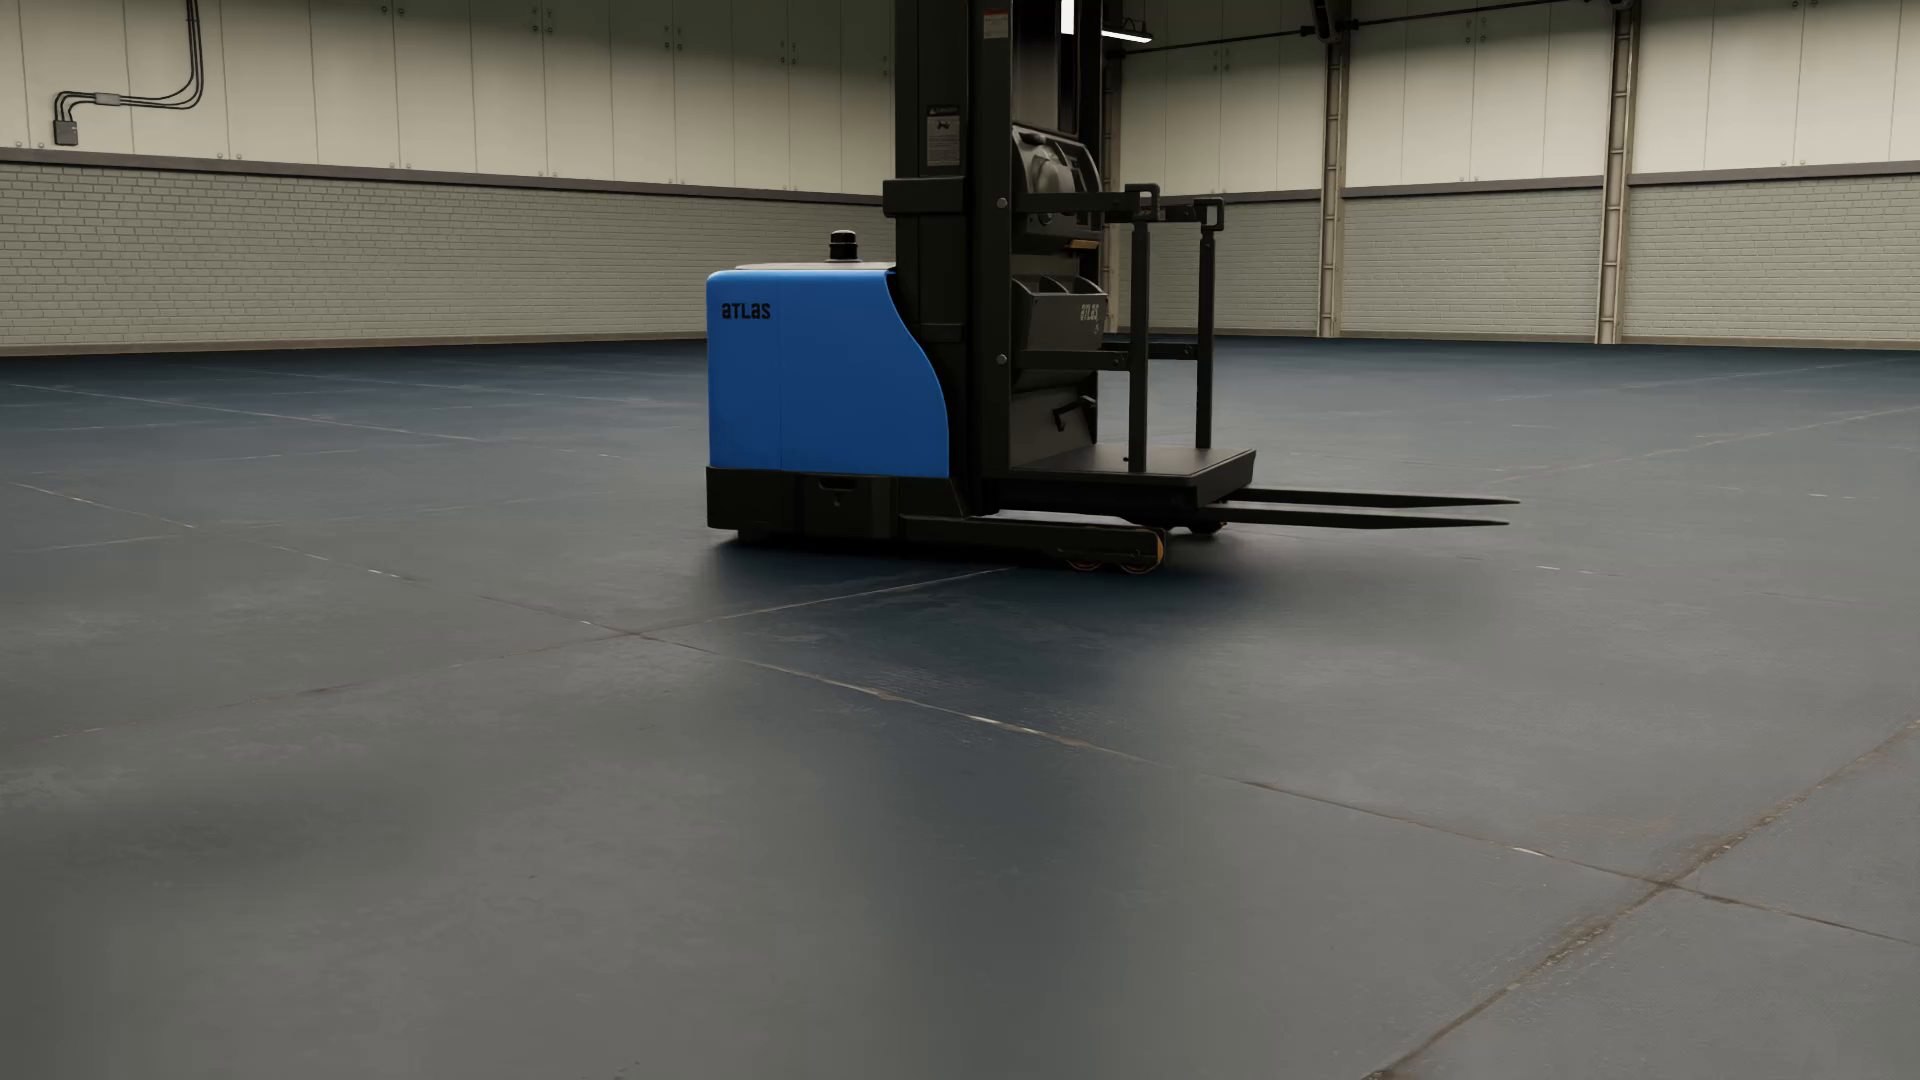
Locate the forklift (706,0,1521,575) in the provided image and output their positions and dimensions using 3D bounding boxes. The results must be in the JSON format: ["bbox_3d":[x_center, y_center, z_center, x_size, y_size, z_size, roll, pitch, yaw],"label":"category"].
[{"bbox_3d":[0.565,-1.416,6.275,3.031,2.935,1.130,3,9,22],"label":"forklift"}]
